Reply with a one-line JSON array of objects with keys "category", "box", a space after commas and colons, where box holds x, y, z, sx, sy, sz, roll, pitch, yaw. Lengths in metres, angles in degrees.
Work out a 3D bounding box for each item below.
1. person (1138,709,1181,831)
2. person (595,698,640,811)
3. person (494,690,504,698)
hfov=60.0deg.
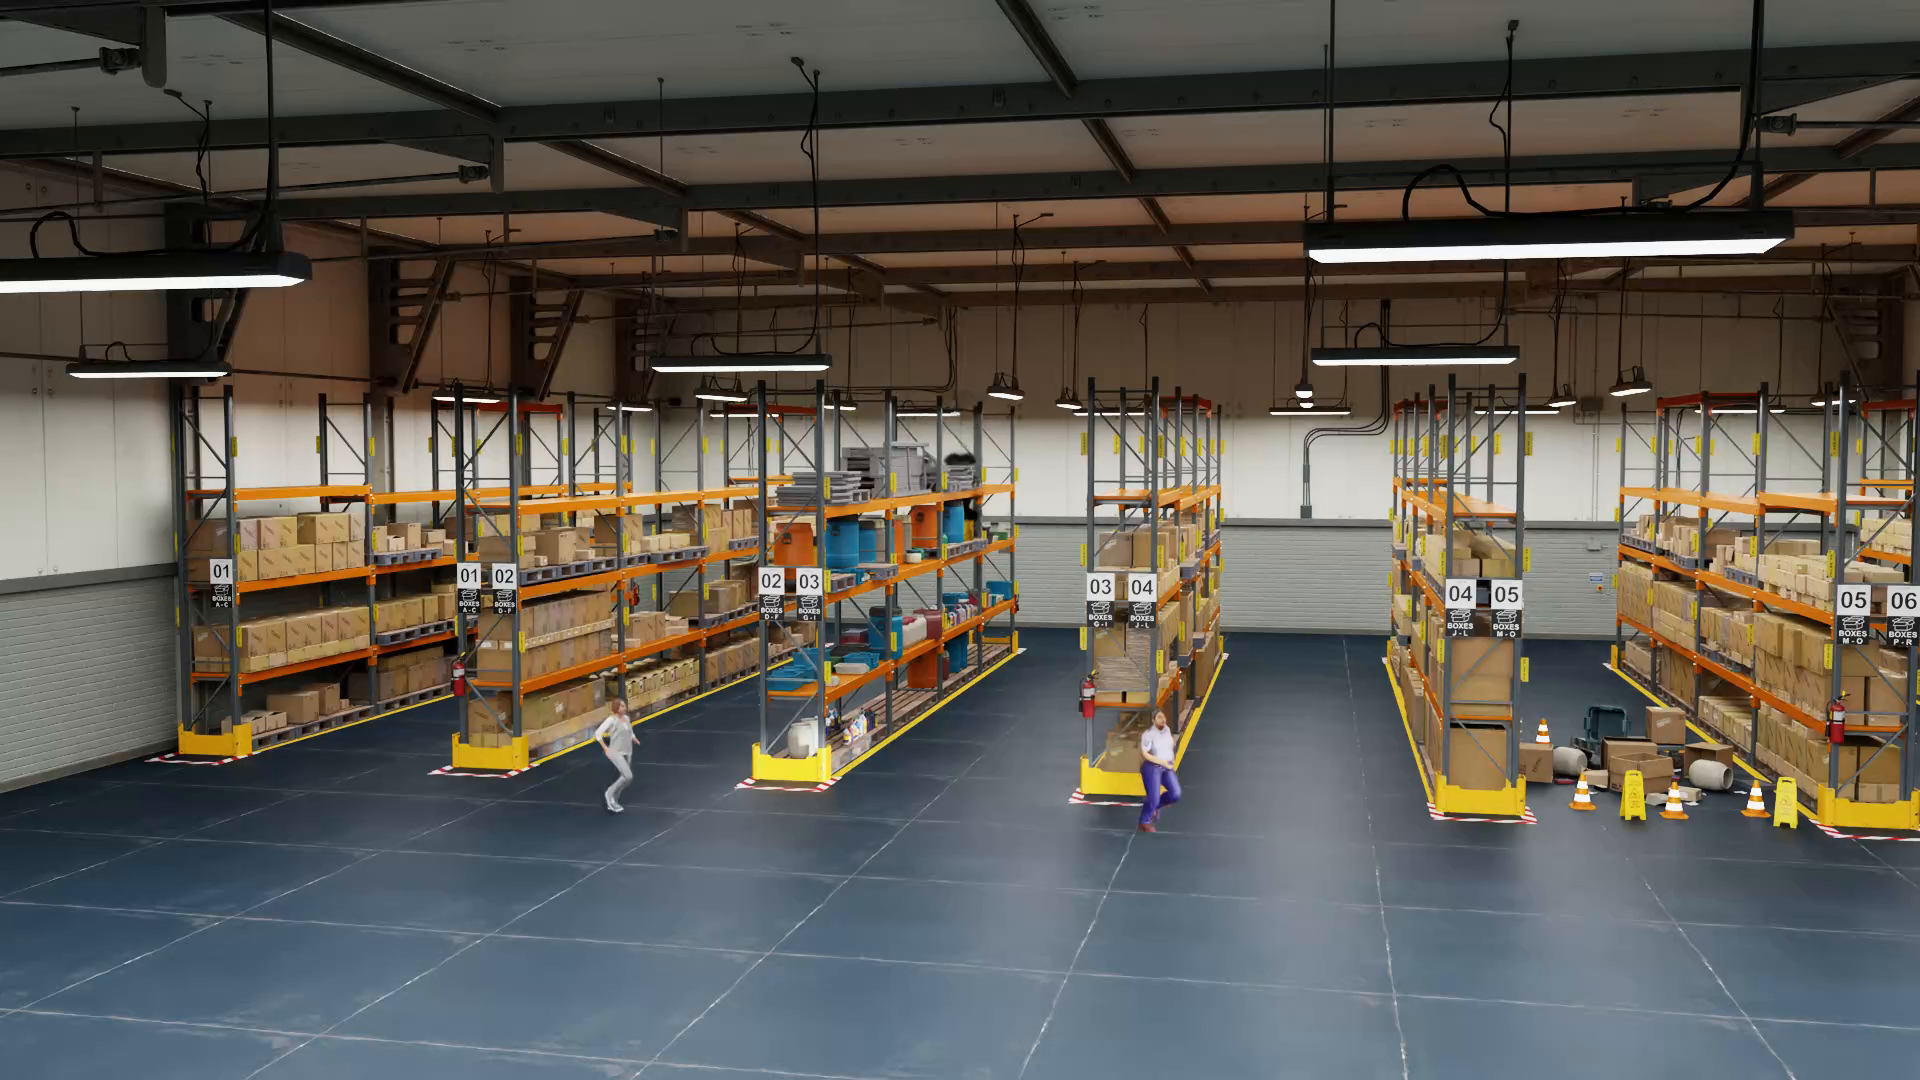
[{"category": "person", "box": [2.610, 2.999, 21.597, 0.641, 1.593, 0.650, -2, 4, -34]}, {"category": "person", "box": [-4.611, 2.940, 22.671, 0.580, 1.561, 0.525, 2, 4, 30]}, {"category": "person", "box": [-8.292, 2.449, 30.291, 0.691, 1.736, 0.640, 0, 3, 5]}]
